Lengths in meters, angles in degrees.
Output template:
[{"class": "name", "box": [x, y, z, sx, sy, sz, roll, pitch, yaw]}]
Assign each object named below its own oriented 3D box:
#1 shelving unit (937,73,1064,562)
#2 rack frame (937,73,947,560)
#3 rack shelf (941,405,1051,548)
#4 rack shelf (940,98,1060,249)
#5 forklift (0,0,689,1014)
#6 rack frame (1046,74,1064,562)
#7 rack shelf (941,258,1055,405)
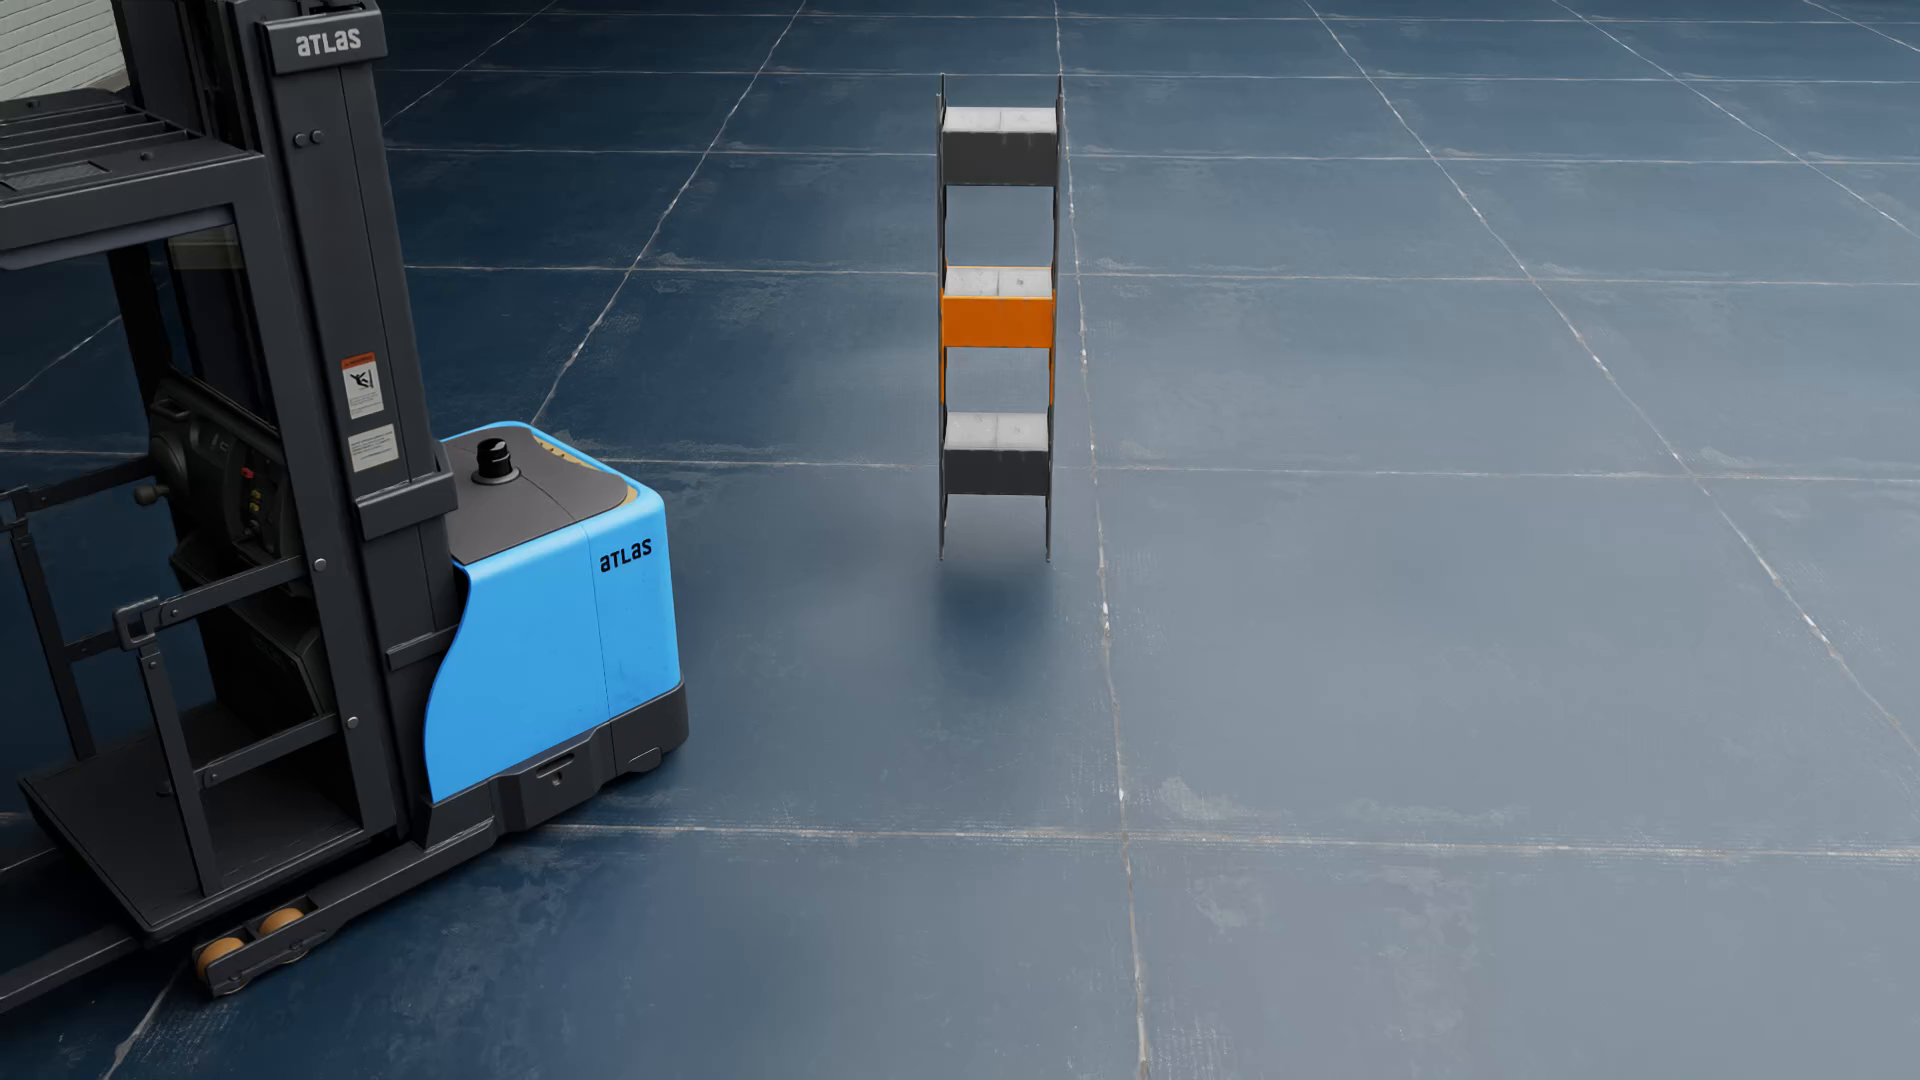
[{"class": "shelving unit", "box": [0.165, -0.925, 7.253, 0.503, 2.100, 0.431, 1, 28, 2]}, {"class": "rack frame", "box": [-0.078, -0.929, 7.261, 0.015, 2.100, 0.400, 1, 28, 2]}, {"class": "rack shelf", "box": [0.165, -0.294, 7.587, 0.480, 0.518, 0.431, 1, 28, 2]}, {"class": "rack shelf", "box": [0.165, -1.531, 6.932, 0.480, 0.518, 0.431, 1, 28, 2]}, {"class": "forklift", "box": [-2.409, -0.173, 4.947, 1.130, 2.935, 3.031, 25, 37, 38]}, {"class": "rack frame", "box": [0.409, -0.921, 7.245, 0.015, 2.100, 0.400, 1, 28, 2]}, {"class": "rack shelf", "box": [0.165, -0.913, 7.259, 0.480, 0.518, 0.431, 1, 28, 2]}]
